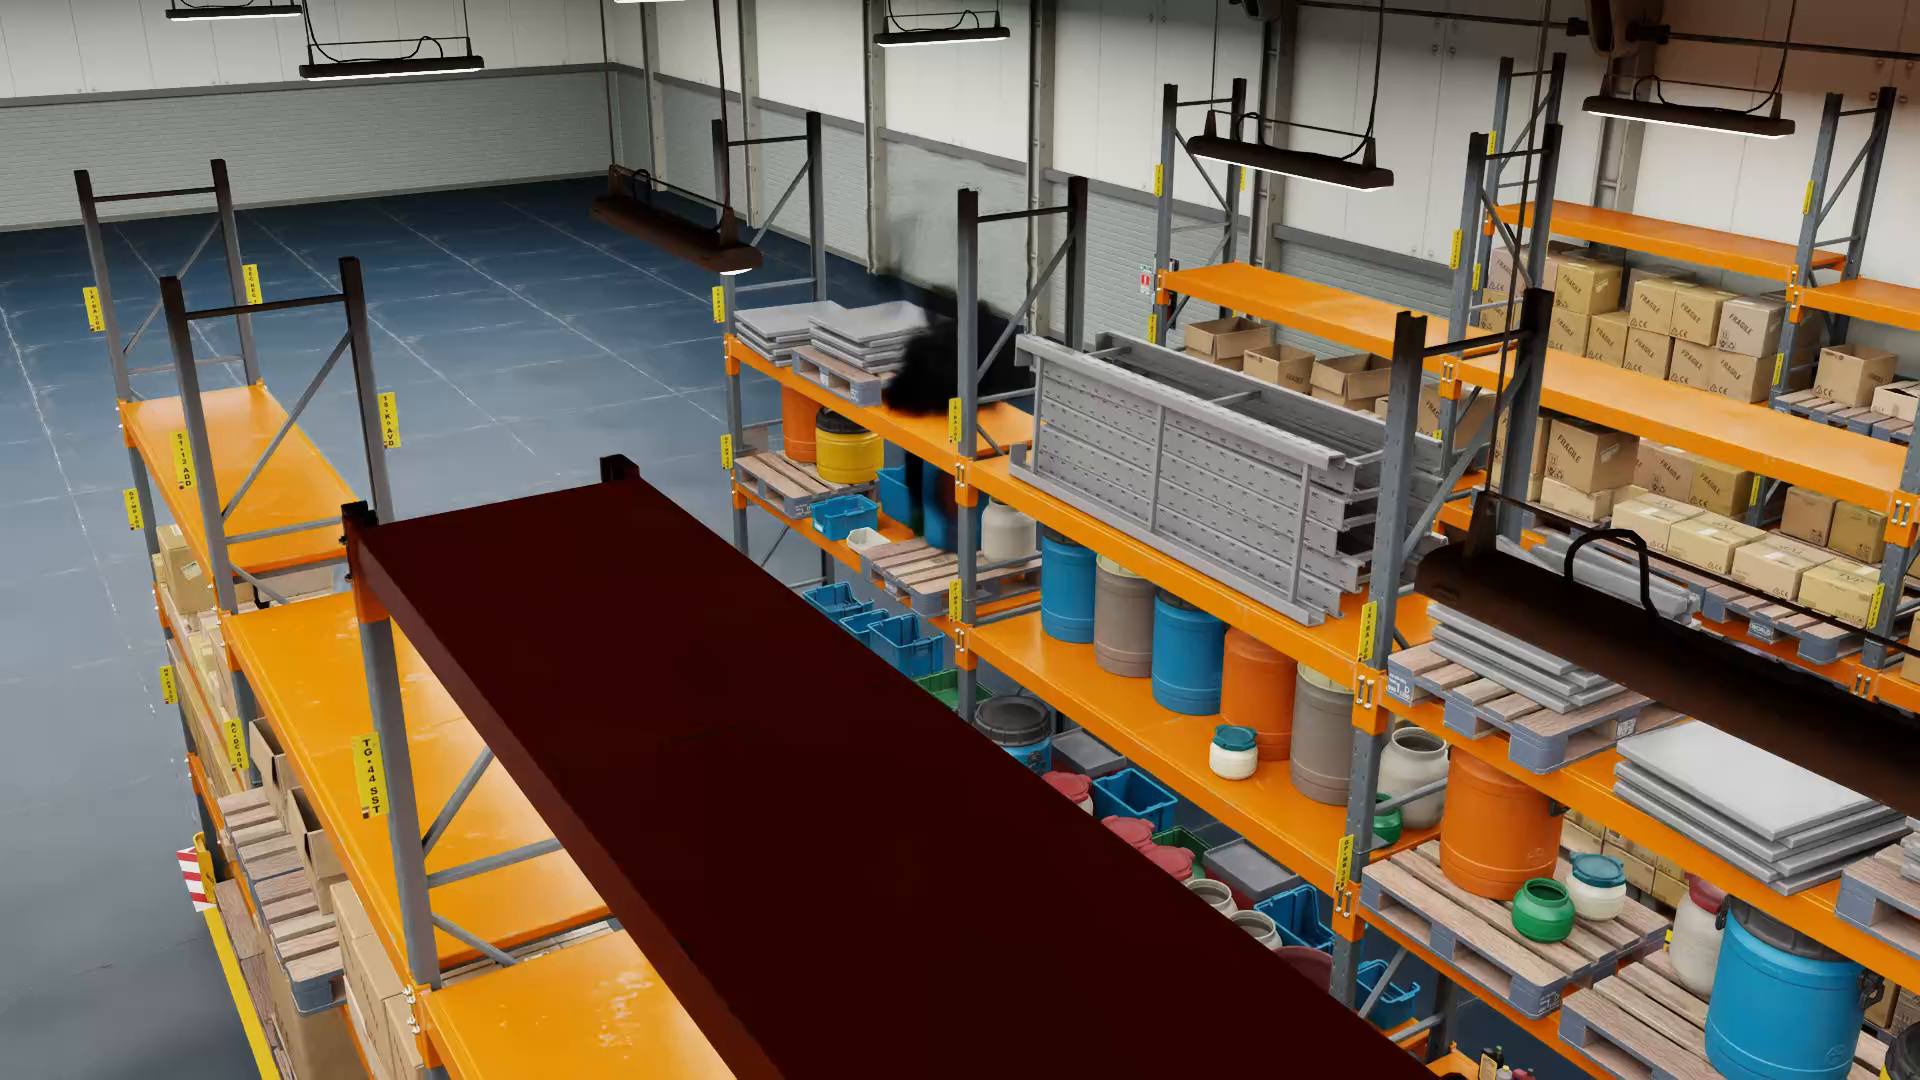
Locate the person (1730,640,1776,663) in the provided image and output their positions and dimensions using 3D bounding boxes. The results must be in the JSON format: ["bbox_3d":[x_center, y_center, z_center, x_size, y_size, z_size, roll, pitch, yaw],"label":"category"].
[{"bbox_3d":[7.220,1.451,15.632,0.606,1.588,0.556,-18,28,-38],"label":"person"}]
